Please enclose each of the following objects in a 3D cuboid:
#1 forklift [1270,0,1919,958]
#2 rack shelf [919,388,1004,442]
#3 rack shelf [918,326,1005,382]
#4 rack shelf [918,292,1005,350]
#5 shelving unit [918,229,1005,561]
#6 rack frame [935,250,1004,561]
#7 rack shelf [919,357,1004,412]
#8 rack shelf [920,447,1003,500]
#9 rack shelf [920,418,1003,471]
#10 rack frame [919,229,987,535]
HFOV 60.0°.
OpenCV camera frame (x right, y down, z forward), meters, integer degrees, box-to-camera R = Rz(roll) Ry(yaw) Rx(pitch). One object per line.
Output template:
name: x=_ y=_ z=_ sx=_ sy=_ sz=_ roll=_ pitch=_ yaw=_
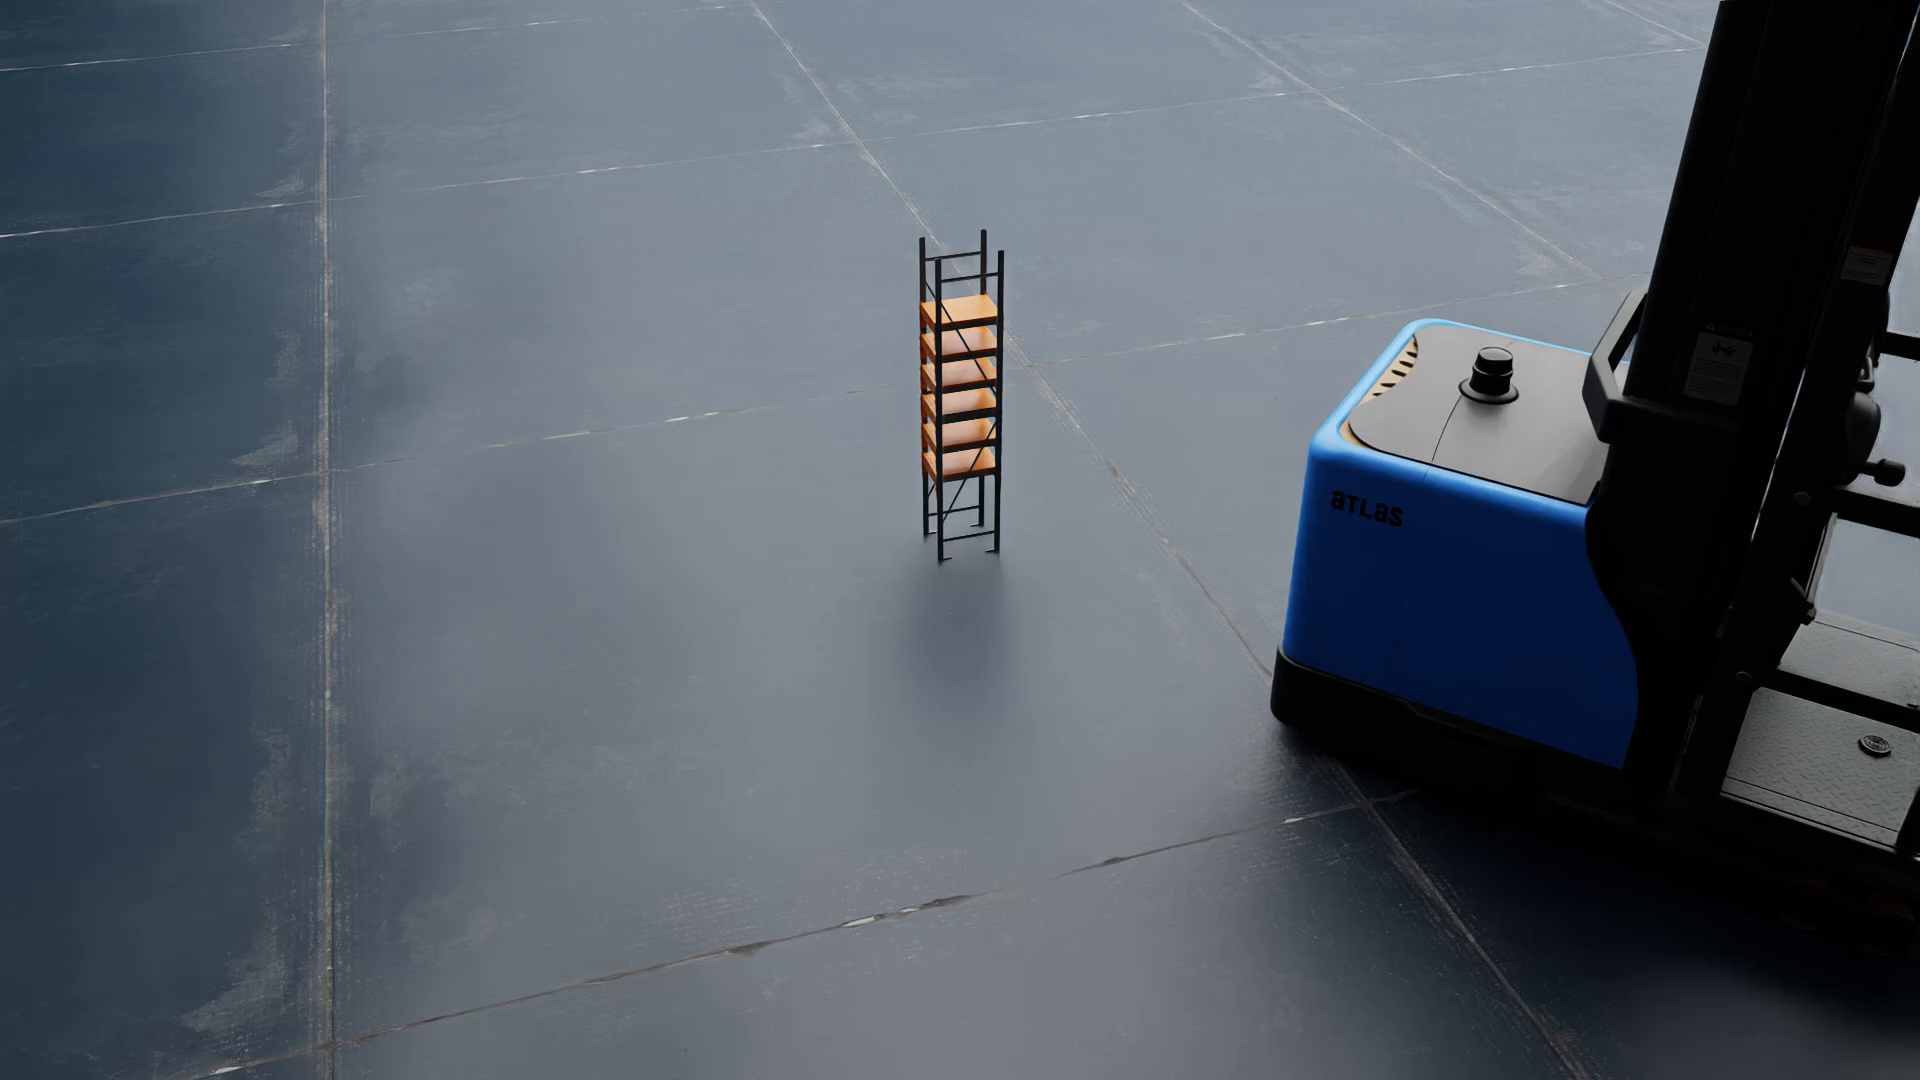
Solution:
forklift: x=2.521 y=-0.426 z=4.237 sx=3.031 sy=2.935 sz=1.130 roll=18 pitch=38 yaw=25
rack shelf: x=0.004 y=-0.456 z=5.932 sx=0.258 sy=0.103 sz=0.180 roll=-10 pitch=35 yaw=-15
rack shelf: x=0.004 y=-0.656 z=5.800 sx=0.258 sy=0.103 sz=0.180 roll=-10 pitch=35 yaw=-15
rack shelf: x=0.004 y=-0.756 z=5.734 sx=0.258 sy=0.103 sz=0.180 roll=-10 pitch=35 yaw=-15
shelving unit: x=0.004 y=-0.493 z=5.908 sx=0.258 sy=1.200 sz=0.189 roll=-10 pitch=35 yaw=-15
rack frame: x=0.032 y=-0.445 z=5.835 sx=0.240 sy=1.200 sz=0.006 roll=-10 pitch=35 yaw=-15
rack shelf: x=0.004 y=-0.556 z=5.866 sx=0.258 sy=0.103 sz=0.180 roll=-10 pitch=35 yaw=-15
rack shelf: x=0.004 y=-0.256 z=6.065 sx=0.258 sy=0.103 sz=0.180 roll=-10 pitch=35 yaw=-15
rack shelf: x=0.004 y=-0.356 z=5.998 sx=0.258 sy=0.103 sz=0.180 roll=-10 pitch=35 yaw=-15
rack frame: x=-0.023 y=-0.541 z=5.980 sx=0.240 sy=1.200 sz=0.006 roll=-10 pitch=35 yaw=-15
